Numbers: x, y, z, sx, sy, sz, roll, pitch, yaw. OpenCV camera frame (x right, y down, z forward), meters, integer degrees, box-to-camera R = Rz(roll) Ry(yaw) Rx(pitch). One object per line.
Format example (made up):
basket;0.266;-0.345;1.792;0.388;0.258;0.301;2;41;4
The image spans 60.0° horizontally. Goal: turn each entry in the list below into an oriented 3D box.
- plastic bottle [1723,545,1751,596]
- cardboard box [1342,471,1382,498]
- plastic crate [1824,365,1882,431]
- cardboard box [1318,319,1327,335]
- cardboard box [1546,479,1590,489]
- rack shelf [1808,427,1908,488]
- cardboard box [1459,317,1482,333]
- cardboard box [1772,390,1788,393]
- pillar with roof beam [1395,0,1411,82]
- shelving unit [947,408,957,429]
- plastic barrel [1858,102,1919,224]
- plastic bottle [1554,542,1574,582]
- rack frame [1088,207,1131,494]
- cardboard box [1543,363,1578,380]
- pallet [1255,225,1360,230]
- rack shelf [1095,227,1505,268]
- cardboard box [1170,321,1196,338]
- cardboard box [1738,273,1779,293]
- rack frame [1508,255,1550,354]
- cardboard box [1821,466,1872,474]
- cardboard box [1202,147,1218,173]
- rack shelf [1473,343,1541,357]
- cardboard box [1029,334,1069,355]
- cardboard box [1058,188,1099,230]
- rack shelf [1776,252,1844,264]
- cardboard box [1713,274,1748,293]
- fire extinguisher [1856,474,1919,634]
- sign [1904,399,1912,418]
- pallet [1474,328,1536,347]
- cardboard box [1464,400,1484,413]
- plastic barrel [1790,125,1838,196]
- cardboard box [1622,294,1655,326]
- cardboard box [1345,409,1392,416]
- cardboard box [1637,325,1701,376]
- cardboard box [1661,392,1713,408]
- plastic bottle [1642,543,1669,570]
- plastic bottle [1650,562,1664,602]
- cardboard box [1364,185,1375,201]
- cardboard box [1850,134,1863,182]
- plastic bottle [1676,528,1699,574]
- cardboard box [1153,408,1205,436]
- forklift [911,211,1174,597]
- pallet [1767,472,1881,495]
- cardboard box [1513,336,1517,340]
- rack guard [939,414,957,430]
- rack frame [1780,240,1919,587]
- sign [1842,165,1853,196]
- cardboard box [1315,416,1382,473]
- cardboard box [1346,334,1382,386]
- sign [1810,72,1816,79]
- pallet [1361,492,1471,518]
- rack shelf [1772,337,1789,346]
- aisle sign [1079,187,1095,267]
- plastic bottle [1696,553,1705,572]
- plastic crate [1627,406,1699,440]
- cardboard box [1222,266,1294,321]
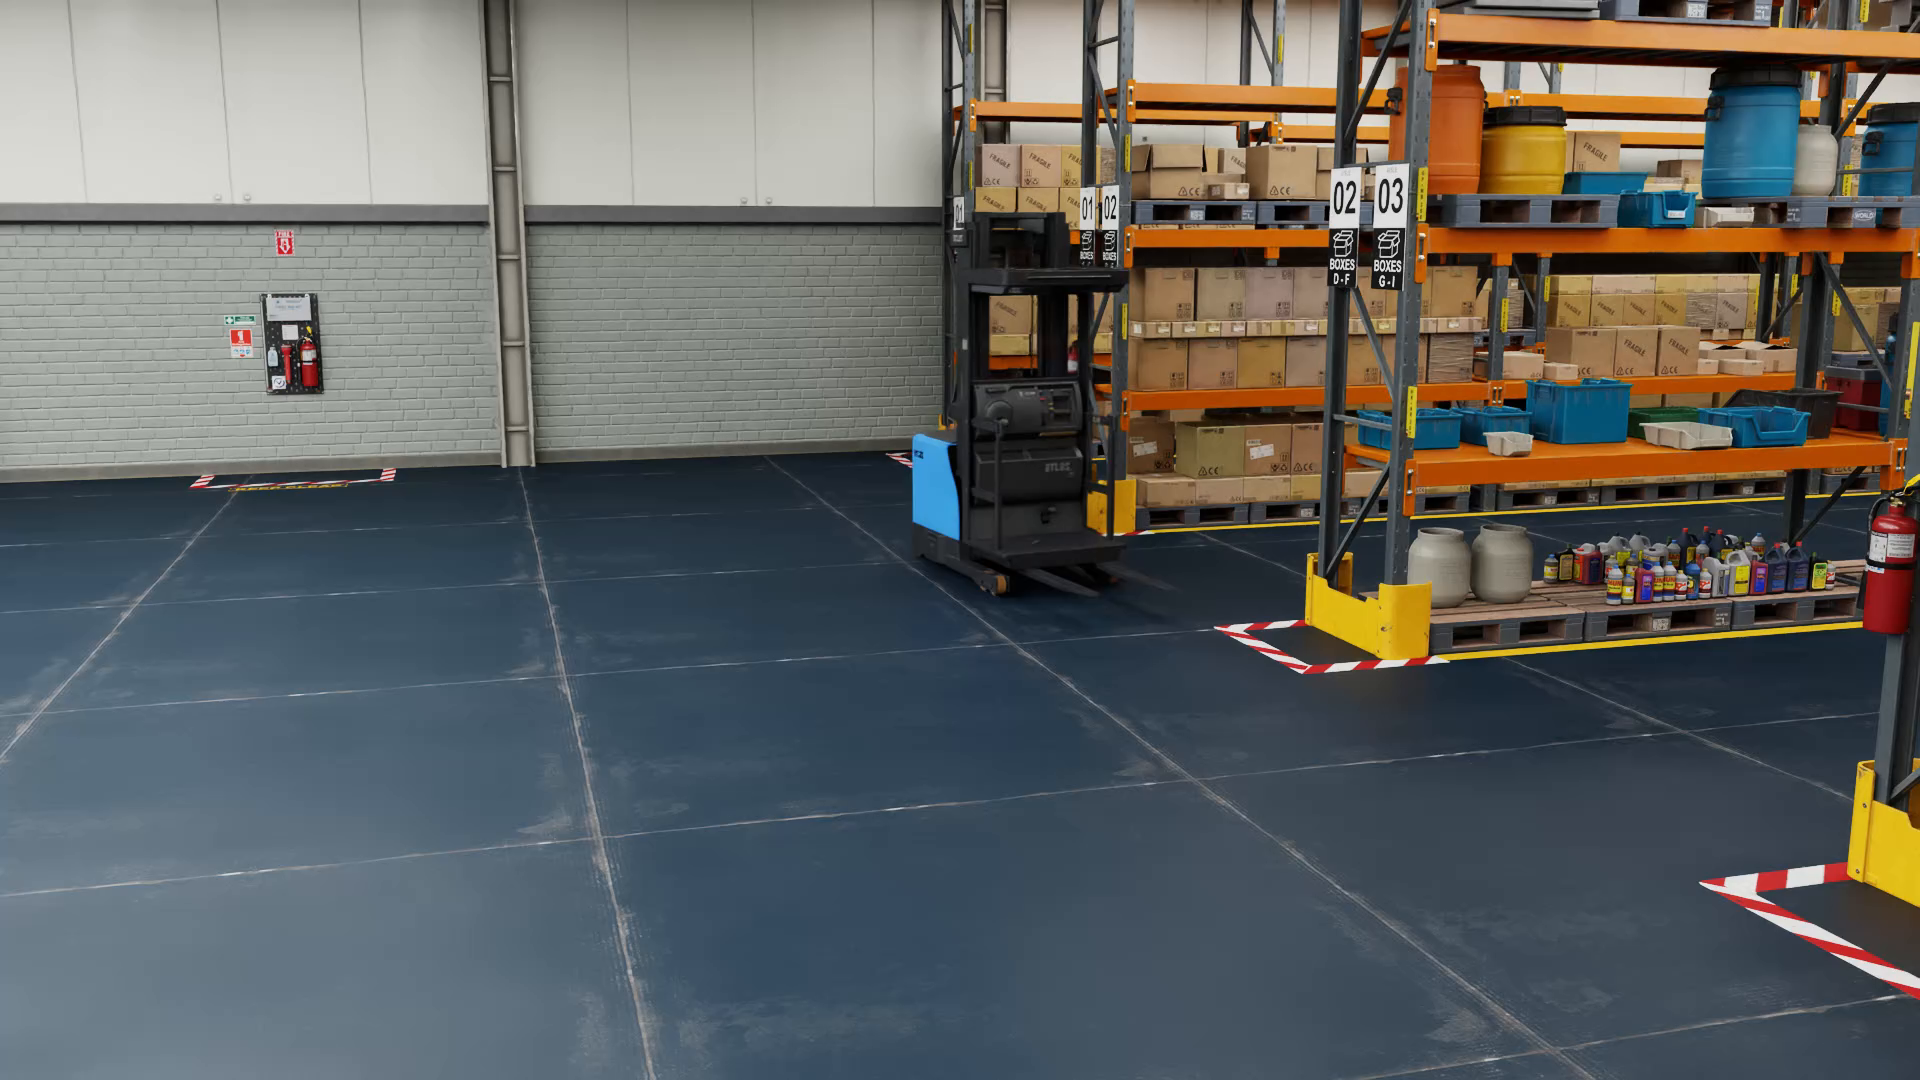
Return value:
plastic bottle;5.550;0.214;11.904;0.185;0.351;0.144;-3;11;-16
cardboard box;3.859;-0.584;16.571;0.500;0.250;0.500;-3;11;-16
plastic crate;6.962;-1.090;12.711;0.583;0.464;0.402;-3;11;-16
cardboard box;3.527;-2.082;16.205;0.250;0.149;0.380;-3;11;-14
cardboard box;6.149;-0.700;17.200;0.500;0.250;0.500;-3;11;-15
rack shelf;8.503;-0.729;12.910;4.000;0.370;1.077;-3;11;-16
cardboard box;5.001;-2.160;16.629;0.250;0.149;0.380;-3;11;-16
cardboard box;12.241;-2.105;24.146;0.500;0.500;0.700;-3;11;-15
pillar with roof beam;7.367;-5.192;18.601;0.400;9.000;9.100;-3;11;-16
shelving unit;0.159;-0.598;15.187;0.503;1.200;0.258;-3;11;-16
plastic barrel;7.010;-2.766;12.323;0.708;0.901;0.600;-3;11;-16
plastic bottle;4.490;0.163;12.370;0.133;0.283;0.061;-3;11;-15
rack frame;1.361;-1.640;15.874;0.127;3.000;1.000;-3;11;-16
cardboard box;6.110;-1.728;17.047;0.250;0.149;0.380;-3;11;-16
pallet;4.436;-4.099;21.465;1.003;0.211;1.213;-3;11;-16
rack shelf;3.281;-2.863;16.217;4.000;0.370;1.077;-3;11;-16
cardboard box;2.051;-2.004;15.786;0.250;0.149;0.380;-3;11;-17
cardboard box;11.118;-3.614;23.373;0.500;0.250;0.500;-3;11;-15
rack frame;7.654;-2.906;22.750;0.127;3.000;1.000;-3;11;-16
cardboard box;9.559;-1.005;18.115;0.500;0.500;0.500;-3;11;-14
cardboard box;2.882;-4.627;20.722;0.500;0.500;0.500;-2;11;-13
rack shelf;5.734;-2.451;22.265;4.000;0.370;1.077;-3;11;-16
cardboard box;1.025;-2.435;20.553;0.500;0.250;0.500;-3;11;-18
cardboard box;1.387;-4.057;20.384;0.500;0.500;0.500;-2;11;-13
rack shelf;10.963;-3.268;18.416;4.000;0.370;1.077;-3;11;-16
cardboard box;10.624;-3.590;23.242;0.500;0.250;0.500;-3;11;-15
fire extinguisher;3.888;0.046;6.929;0.183;0.674;0.296;-3;11;-16
sign;6.726;-1.021;11.747;0.005;0.325;0.100;-3;11;-16
pallet;7.000;-2.757;22.470;1.003;0.211;1.213;-3;11;-16
cardboard box;6.977;-1.847;22.689;0.500;0.500;0.700;-3;11;-15
plastic barrel;6.114;-2.730;12.042;0.421;0.512;0.421;0;10;0
cardboard box;9.174;-3.141;22.874;0.500;0.500;0.500;-3;11;-16
cardboard box;4.191;-1.070;17.140;0.500;0.500;0.500;-3;11;-16
cardboard box;7.436;-2.006;17.587;0.500;0.500;0.500;-4;11;-19
cardboard box;10.054;-2.157;23.457;0.750;0.750;0.750;-3;11;-14
plastic bottle;5.168;0.166;12.370;0.135;0.276;0.152;-3;11;-16
plastic bottle;4.899;0.292;11.701;0.097;0.271;0.097;0;10;0
cardboard box;4.120;-3.361;16.084;0.250;0.149;0.380;-3;11;-16
cardboard box;9.463;-4.082;17.816;0.500;0.500;0.500;-3;11;-16
plastic bottle;5.510;0.083;12.613;0.185;0.351;0.144;-4;11;-18
cardboard box;2.828;-1.631;21.513;0.500;0.500;0.500;-4;11;-20
forklift;0.637;-1.095;13.105;1.130;2.935;3.031;-5;11;-24
pallet;9.770;-0.705;18.495;1.213;0.211;1.003;-3;11;-16
cardboard box;7.895;-2.853;23.102;0.250;0.149;0.380;-3;11;-15
rack guard;0.046;-1.276;20.798;0.348;0.500;1.175;-3;11;-16
rack frame;6.583;-0.981;12.295;0.127;3.000;1.000;-3;11;-16
sign;9.190;-3.716;17.221;0.005;0.325;0.100;-3;11;-16
cardboard box;3.855;-0.955;16.515;0.500;0.500;0.500;-3;11;-16
cardboard box;3.790;-1.816;16.551;0.500;0.500;0.700;-3;11;-15
sign;11.658;-6.463;22.705;0.005;0.325;0.100;-3;11;-16
pallet;4.426;-0.438;17.047;1.213;0.211;1.003;-3;11;-16
rack shelf;13.415;-2.856;24.464;4.000;0.370;1.077;-3;11;-16
aisle sign;1.216;-2.966;15.898;0.004;0.787;0.394;-3;11;-16
plastic bottle;5.363;0.236;11.970;0.133;0.283;0.061;-3;11;-16
plastic crate;5.200;-0.857;12.208;0.662;0.188;0.450;-3;11;-16
cardboard box;2.851;-2.405;16.167;0.500;0.500;0.700;-3;11;-16
